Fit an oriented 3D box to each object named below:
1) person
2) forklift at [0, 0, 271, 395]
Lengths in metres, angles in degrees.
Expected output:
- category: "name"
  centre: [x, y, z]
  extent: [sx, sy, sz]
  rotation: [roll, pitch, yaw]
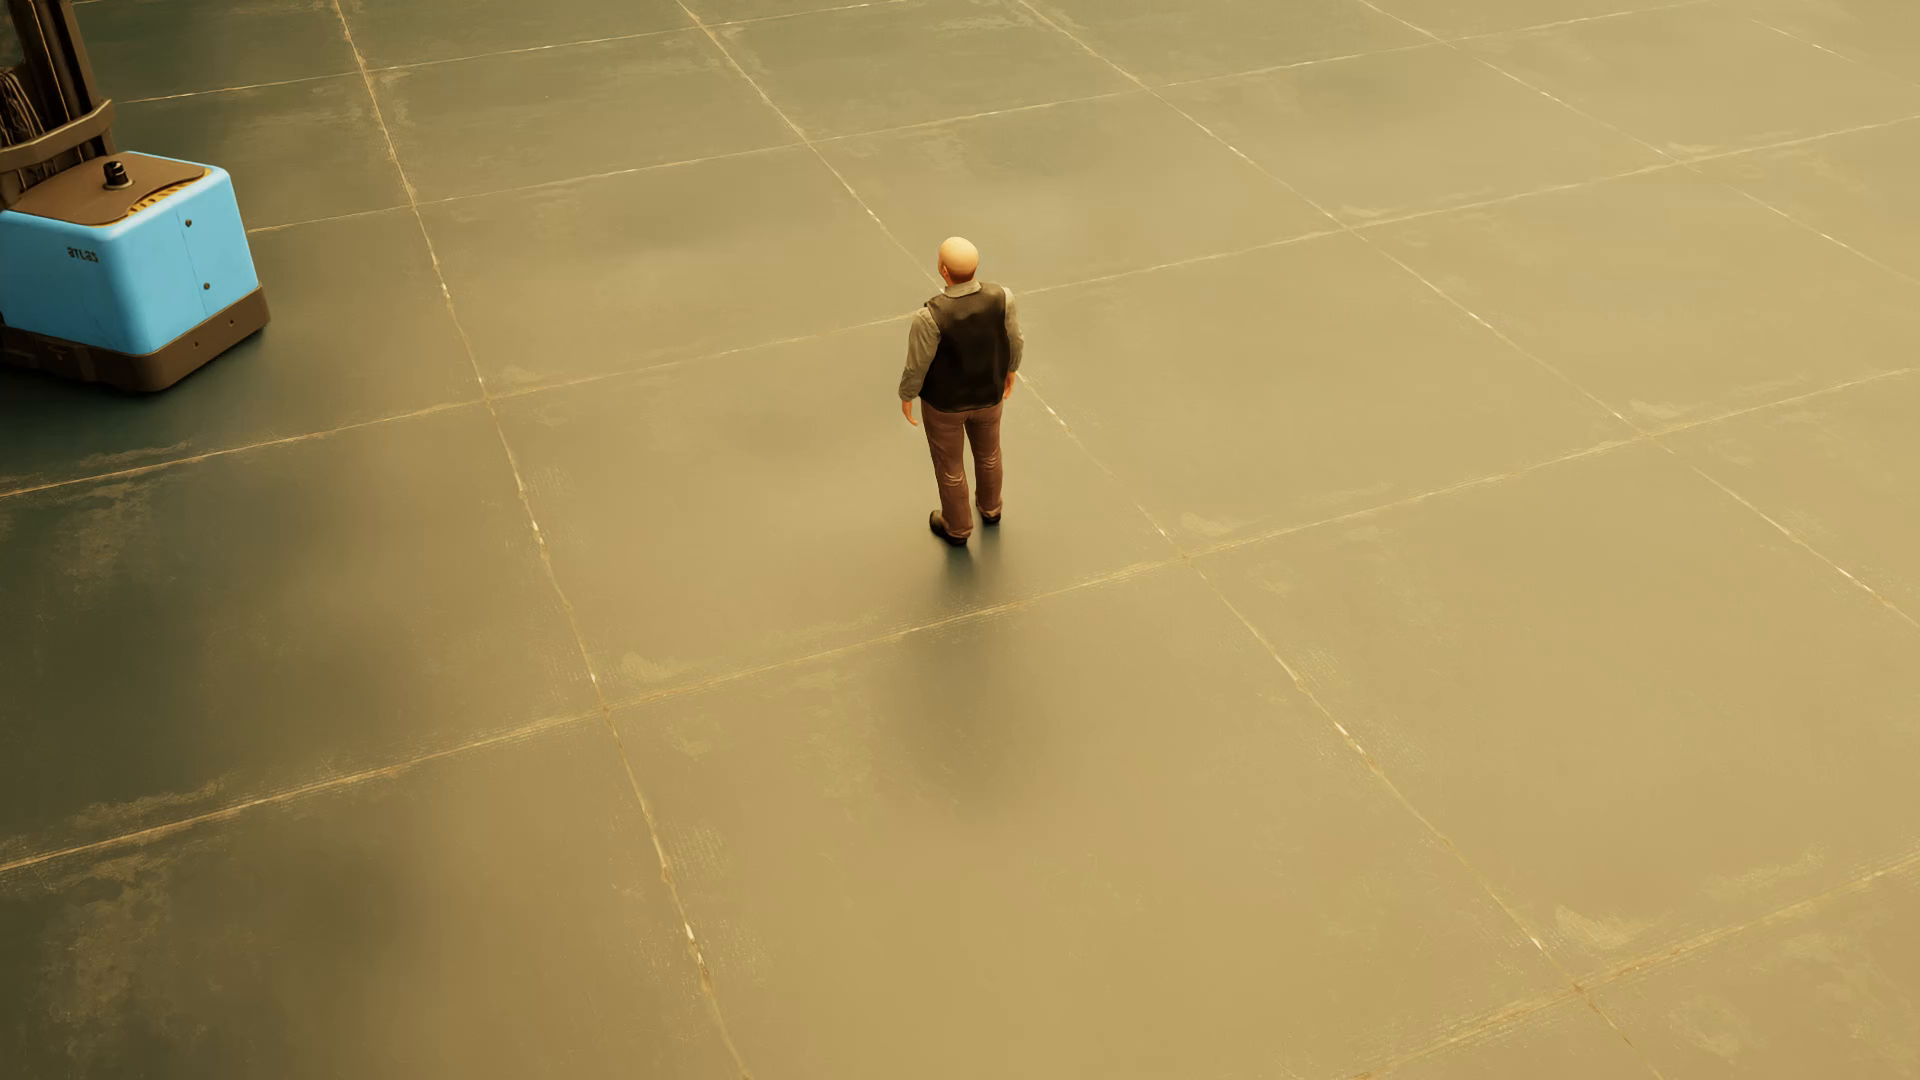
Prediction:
- category: "person"
  centre: [-0.018, -0.743, 8.174]
  extent: [0.634, 1.722, 0.566]
  rotation: [-14, 38, -19]
- category: "forklift"
  centre: [-5.903, -2.585, 9.734]
  extent: [3.031, 2.935, 1.130]
  rotation: [13, 37, 17]
